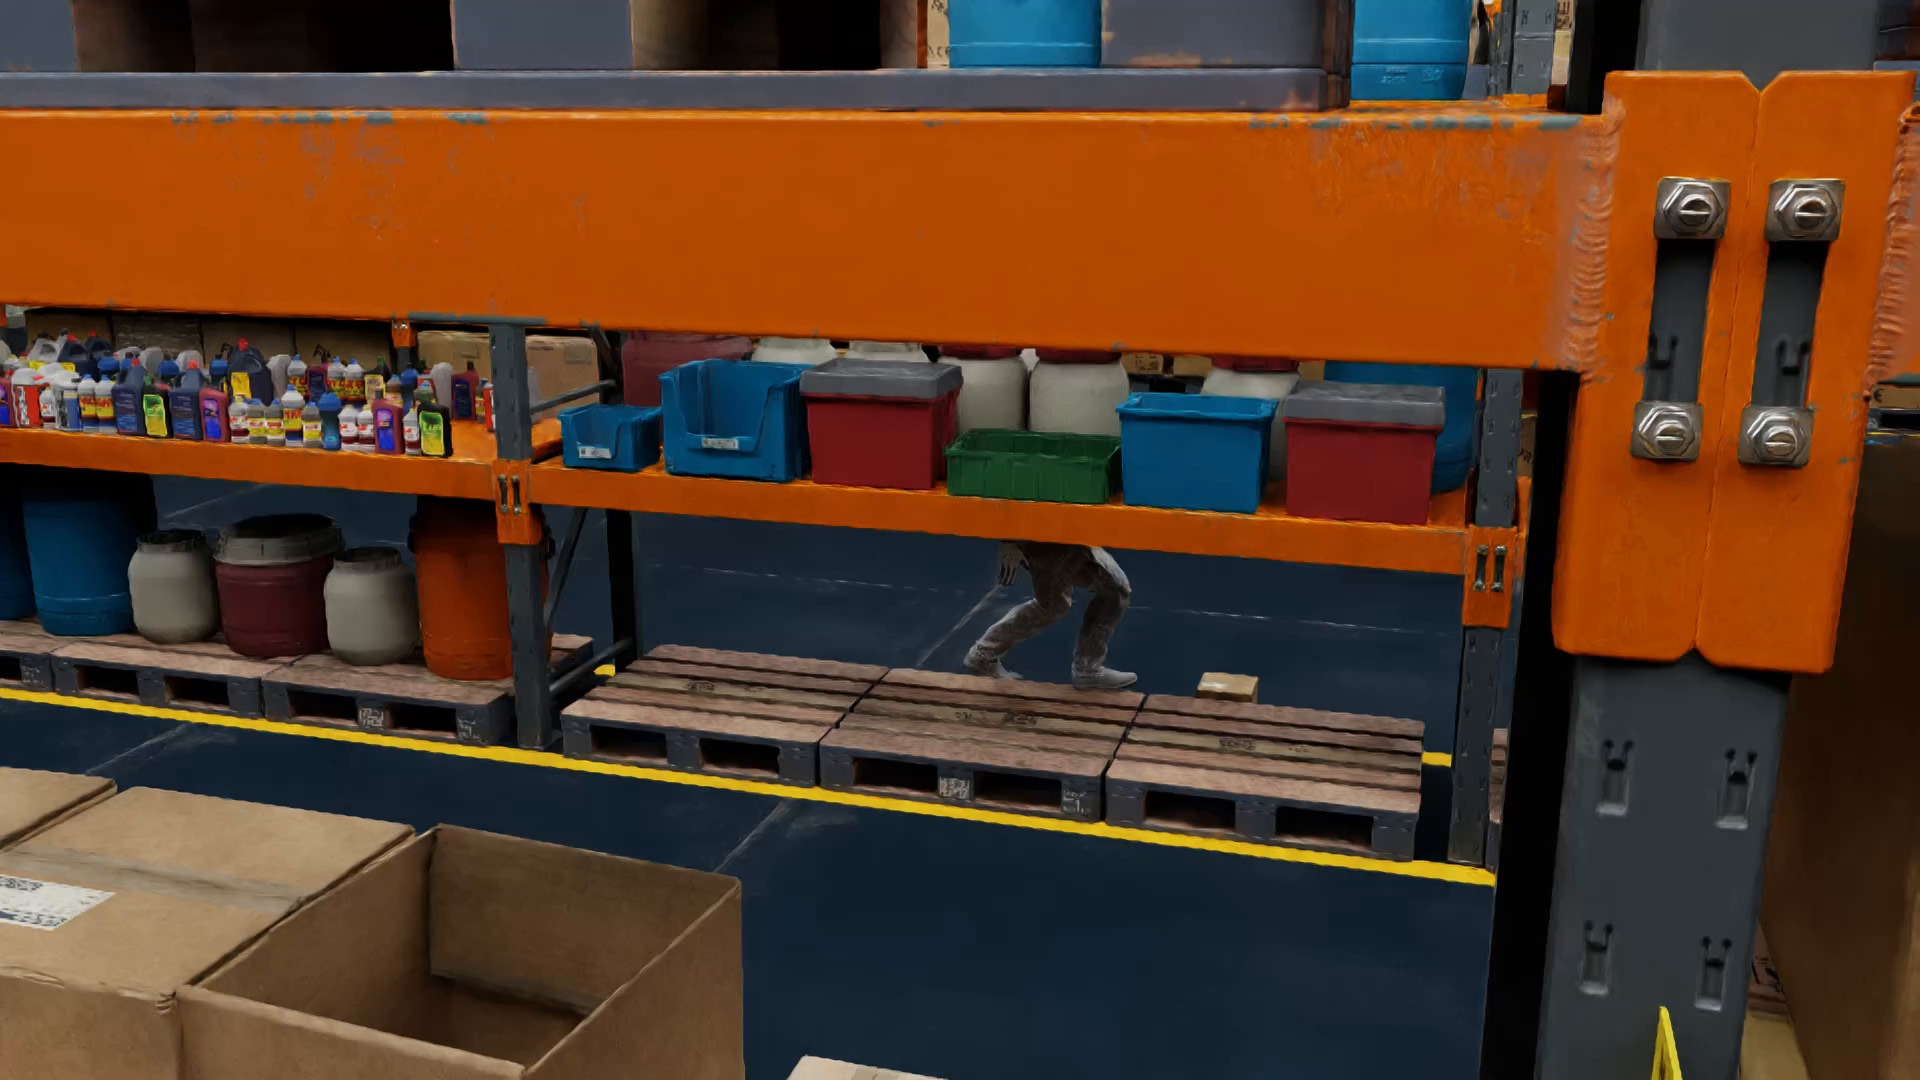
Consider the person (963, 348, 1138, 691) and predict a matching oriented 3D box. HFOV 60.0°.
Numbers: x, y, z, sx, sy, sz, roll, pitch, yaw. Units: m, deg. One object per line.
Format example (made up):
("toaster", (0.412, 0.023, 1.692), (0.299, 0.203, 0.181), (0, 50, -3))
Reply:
("person", (0.409, -0.070, 7.556), (0.880, 1.681, 0.557), (4, 15, 13))
